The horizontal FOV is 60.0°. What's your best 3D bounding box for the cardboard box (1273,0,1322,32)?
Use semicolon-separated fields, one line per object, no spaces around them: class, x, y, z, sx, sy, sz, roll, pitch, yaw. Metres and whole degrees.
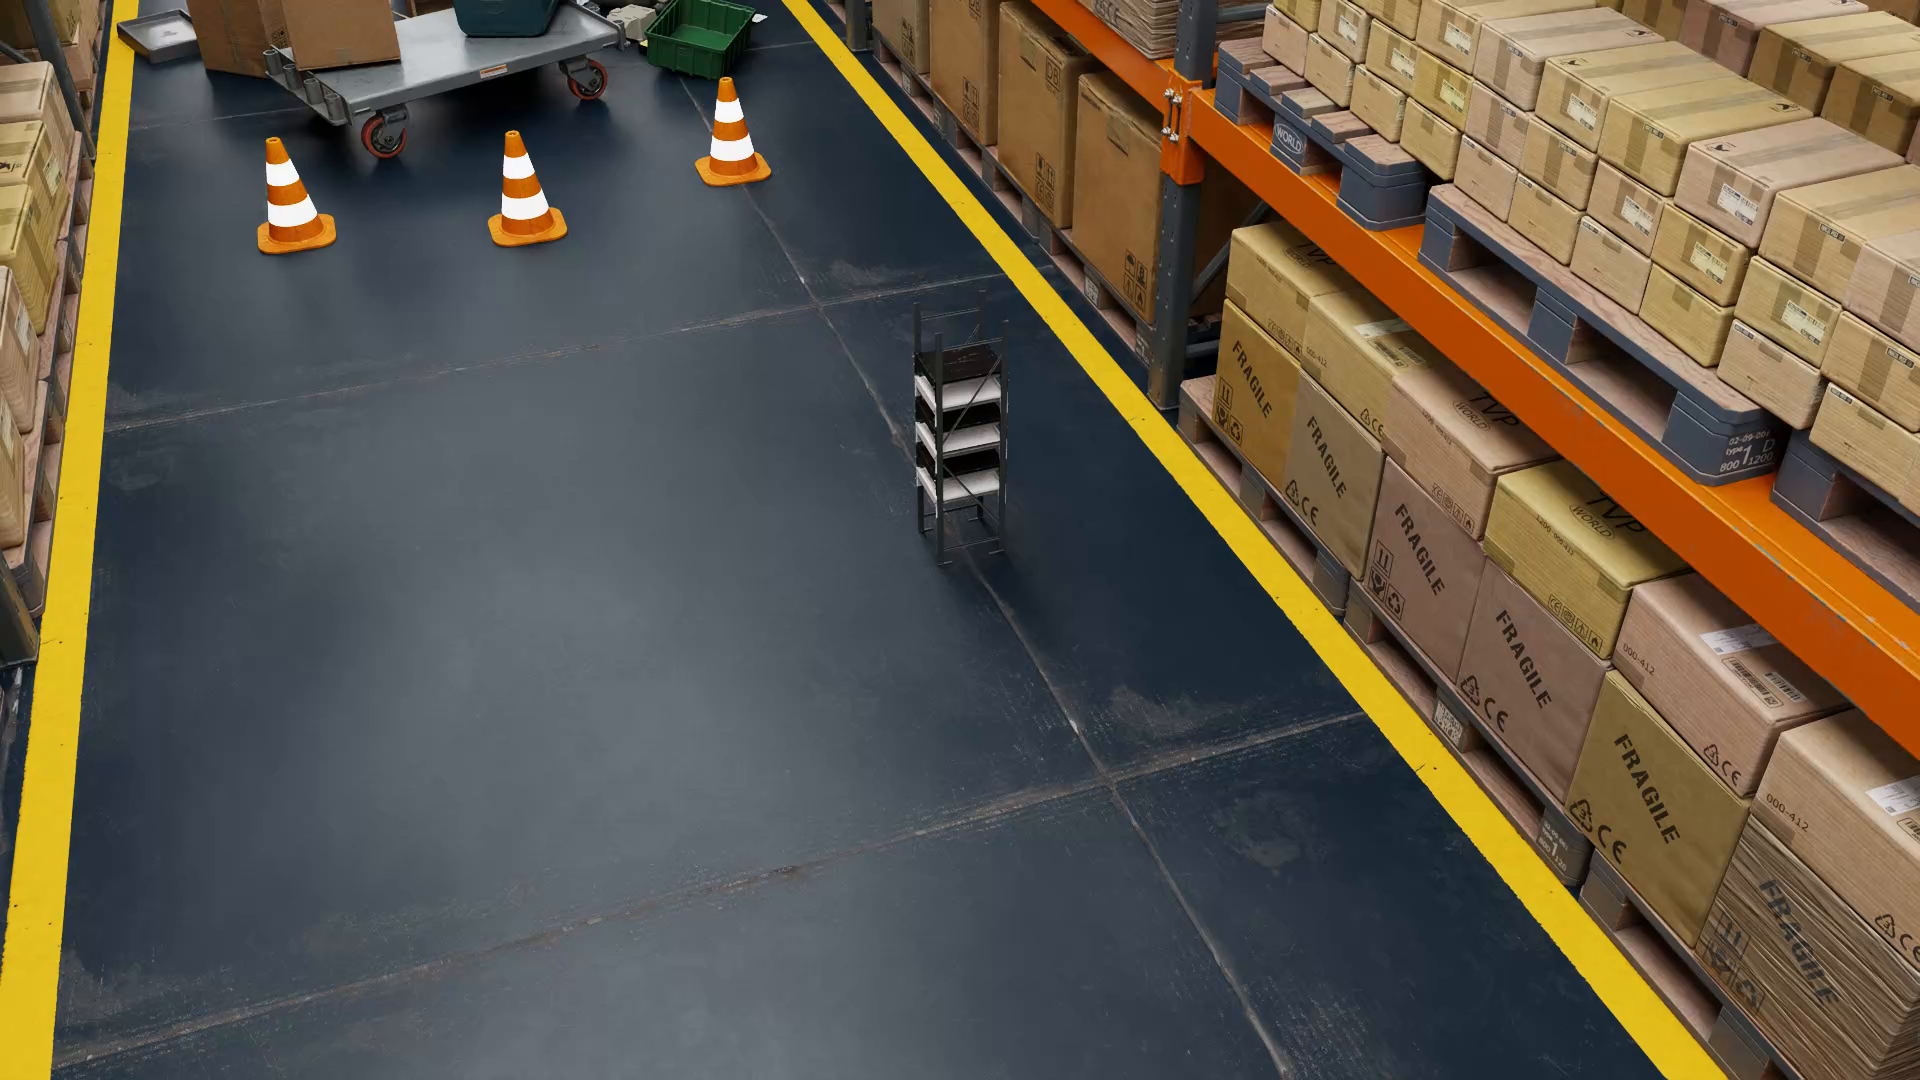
cardboard box;1.197;-1.696;5.121;0.380;0.149;0.250;-11;38;-14

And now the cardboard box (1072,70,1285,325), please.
cardboard box;1.094;-1.456;6.711;1.050;0.750;0.750;-13;39;-17

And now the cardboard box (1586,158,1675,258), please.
cardboard box;1.738;-0.817;3.954;0.380;0.149;0.250;-11;38;-14

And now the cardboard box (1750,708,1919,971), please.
cardboard box;2.102;0.598;3.568;0.500;0.250;0.500;-13;39;-17

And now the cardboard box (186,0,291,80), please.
cardboard box;-3.861;-2.892;9.172;0.500;0.500;0.500;12;39;16

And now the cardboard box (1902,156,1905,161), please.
cardboard box;2.352;-0.952;4.133;0.380;0.149;0.250;-13;39;-17

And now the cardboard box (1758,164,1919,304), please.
cardboard box;1.922;-0.642;3.475;0.380;0.149;0.250;-14;39;-17

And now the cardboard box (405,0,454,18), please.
cardboard box;-2.836;-3.324;9.632;0.797;0.637;0.503;-12;39;-16

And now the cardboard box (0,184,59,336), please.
cardboard box;-4.096;-1.027;6.455;0.950;0.372;0.625;-11;38;-14

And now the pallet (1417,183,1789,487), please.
pallet;1.939;-0.638;4.264;1.003;0.211;1.213;-12;39;-16

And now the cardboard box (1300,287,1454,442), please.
cardboard box;1.404;-0.567;5.115;0.500;0.250;0.500;-13;39;-16

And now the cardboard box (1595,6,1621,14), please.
cardboard box;2.003;-1.527;4.897;0.380;0.149;0.250;-12;39;-15

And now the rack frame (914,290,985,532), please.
rack frame;-0.032;-0.412;5.549;0.240;0.900;0.006;-12;39;-16

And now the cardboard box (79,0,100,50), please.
cardboard box;-4.914;-2.760;8.858;0.500;0.250;0.500;-10;38;-13

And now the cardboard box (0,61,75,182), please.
cardboard box;-4.588;-1.825;7.514;0.950;0.372;0.625;-12;39;-15

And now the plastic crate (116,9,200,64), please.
plastic crate;-4.541;-2.893;9.524;0.402;0.080;0.583;-27;45;-31

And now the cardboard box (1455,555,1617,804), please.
cardboard box;1.756;0.319;4.562;0.500;0.500;0.500;-13;39;-17

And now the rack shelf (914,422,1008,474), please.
rack shelf;0.003;-0.328;5.493;0.258;0.077;0.200;-12;39;-16

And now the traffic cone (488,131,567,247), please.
traffic cone;-1.990;-1.622;7.518;0.336;0.463;0.334;-12;39;-16

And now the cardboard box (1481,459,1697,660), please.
cardboard box;1.742;0.009;4.350;0.500;0.250;0.500;-14;39;-18

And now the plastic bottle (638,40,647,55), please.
plastic bottle;-1.670;-2.754;9.355;0.283;0.061;0.133;27;44;31

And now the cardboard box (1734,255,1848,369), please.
cardboard box;1.912;-0.525;3.567;0.380;0.149;0.250;-14;39;-18

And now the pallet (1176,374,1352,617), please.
pallet;1.487;-0.269;5.932;1.003;0.211;1.213;-12;39;-16

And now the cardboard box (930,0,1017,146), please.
cardboard box;0.469;-2.476;8.064;1.050;0.750;0.750;-12;39;-16

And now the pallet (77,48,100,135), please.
pallet;-5.035;-2.260;8.576;1.003;0.211;1.213;-12;39;-16

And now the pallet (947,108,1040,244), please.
pallet;0.602;-1.860;8.044;1.003;0.211;1.213;-12;39;-16

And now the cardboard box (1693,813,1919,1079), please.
cardboard box;2.104;0.900;3.791;0.500;0.500;0.500;-13;39;-17

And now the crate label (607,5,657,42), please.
crate label;-1.892;-2.987;9.601;0.250;0.136;0.298;19;41;23

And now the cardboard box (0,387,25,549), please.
cardboard box;-3.579;-0.182;5.334;0.950;0.372;0.625;-15;40;-19

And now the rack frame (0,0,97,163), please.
rack frame;-4.770;-3.002;7.243;1.000;3.000;0.127;-12;39;-16

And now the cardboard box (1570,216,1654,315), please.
cardboard box;1.730;-0.702;4.048;0.380;0.149;0.250;-14;39;-17

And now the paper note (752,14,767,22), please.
paper note;-1.239;-3.091;9.827;0.142;0.020;0.147;19;41;23

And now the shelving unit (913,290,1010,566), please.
shelving unit;0.003;-0.355;5.473;0.258;0.900;0.210;-12;39;-16

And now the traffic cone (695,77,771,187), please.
traffic cone;-1.114;-2.001;8.021;0.336;0.463;0.334;-12;39;-16

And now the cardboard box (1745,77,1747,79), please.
cardboard box;2.172;-1.245;4.522;0.380;0.149;0.250;-13;39;-16

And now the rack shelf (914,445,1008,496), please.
rack shelf;0.003;-0.256;5.547;0.258;0.077;0.200;-12;39;-16

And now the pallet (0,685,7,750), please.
pallet;-3.193;0.832;4.470;1.003;0.211;1.213;-12;39;-16

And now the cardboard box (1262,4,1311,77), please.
cardboard box;1.184;-1.597;5.237;0.380;0.149;0.250;-13;39;-17

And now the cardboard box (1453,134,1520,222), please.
cardboard box;1.557;-0.991;4.433;0.380;0.149;0.250;-11;38;-14

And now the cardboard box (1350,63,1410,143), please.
cardboard box;1.369;-1.293;4.834;0.380;0.149;0.250;-11;38;-14

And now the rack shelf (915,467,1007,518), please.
rack shelf;0.003;-0.184;5.602;0.258;0.077;0.200;-12;39;-16

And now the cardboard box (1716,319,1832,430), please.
cardboard box;1.912;-0.401;3.649;0.380;0.149;0.250;-14;39;-18

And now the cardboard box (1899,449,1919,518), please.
cardboard box;2.099;-0.103;3.254;0.380;0.149;0.250;-13;39;-16

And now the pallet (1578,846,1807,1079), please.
pallet;2.326;1.109;4.102;1.003;0.211;1.213;-12;39;-16

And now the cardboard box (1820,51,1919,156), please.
cardboard box;2.350;-1.069;4.042;0.380;0.149;0.250;-11;38;-15

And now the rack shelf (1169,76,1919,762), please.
rack shelf;1.907;-0.407;4.396;1.077;0.370;4.000;-12;39;-16

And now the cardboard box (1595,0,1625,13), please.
cardboard box;1.993;-1.657;4.822;0.380;0.149;0.250;-11;38;-15

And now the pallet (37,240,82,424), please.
pallet;-4.077;-0.759;6.582;1.003;0.211;1.213;-12;39;-16

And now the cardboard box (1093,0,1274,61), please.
cardboard box;0.812;-2.063;5.913;0.500;0.500;0.500;-12;39;-16

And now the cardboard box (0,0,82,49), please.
cardboard box;-4.720;-2.760;8.235;0.500;0.500;0.500;-11;38;-14

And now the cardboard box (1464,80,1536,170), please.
cardboard box;1.559;-1.110;4.343;0.380;0.149;0.250;-12;39;-16

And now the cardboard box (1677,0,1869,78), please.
cardboard box;2.165;-1.370;4.441;0.380;0.149;0.250;-12;39;-16

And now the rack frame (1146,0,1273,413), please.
rack frame;1.219;-1.825;5.679;1.000;3.000;0.127;-12;39;-16

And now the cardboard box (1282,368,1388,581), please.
cardboard box;1.399;-0.258;5.328;0.500;0.500;0.500;-12;39;-15

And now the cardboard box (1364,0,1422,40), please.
cardboard box;1.371;-1.538;4.664;0.380;0.149;0.250;-13;39;-16

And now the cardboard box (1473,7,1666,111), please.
cardboard box;1.557;-1.235;4.262;0.380;0.149;0.250;-11;38;-14

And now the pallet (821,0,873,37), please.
pallet;-0.346;-3.416;10.110;1.003;0.211;1.213;-12;39;-16

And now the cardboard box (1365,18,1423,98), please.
cardboard box;1.387;-1.393;4.719;0.380;0.149;0.250;-14;39;-17

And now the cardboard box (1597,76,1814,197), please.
cardboard box;1.732;-0.945;3.876;0.380;0.149;0.250;-13;39;-17
